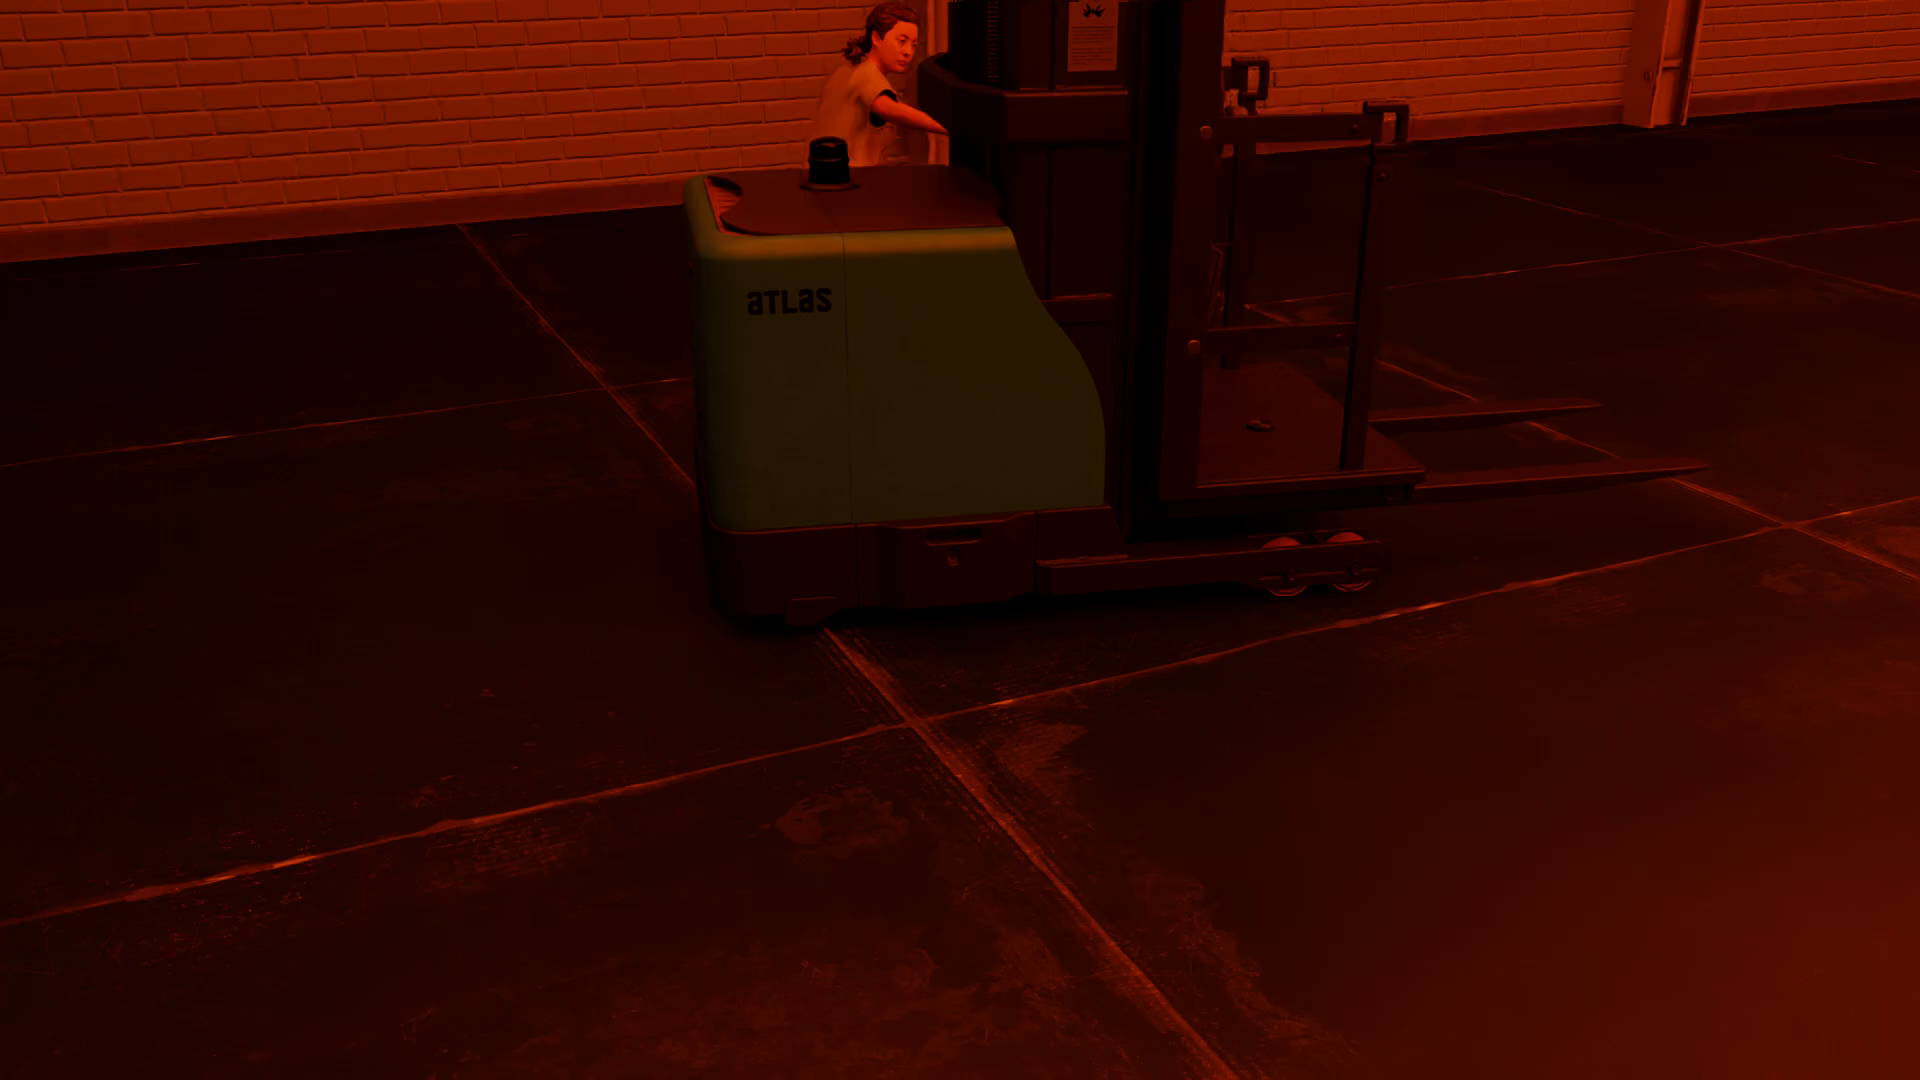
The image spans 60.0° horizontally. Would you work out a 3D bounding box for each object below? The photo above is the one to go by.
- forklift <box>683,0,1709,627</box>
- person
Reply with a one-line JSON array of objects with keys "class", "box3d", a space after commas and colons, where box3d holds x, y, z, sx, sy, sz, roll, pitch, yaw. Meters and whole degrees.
[{"class": "forklift", "box3d": [0.737, -1.386, 4.623, 3.031, 2.935, 1.130, -4, 23, -10]}, {"class": "person", "box3d": [-0.179, -1.290, 6.378, 0.829, 1.463, 1.035, 17, 28, 35]}]
